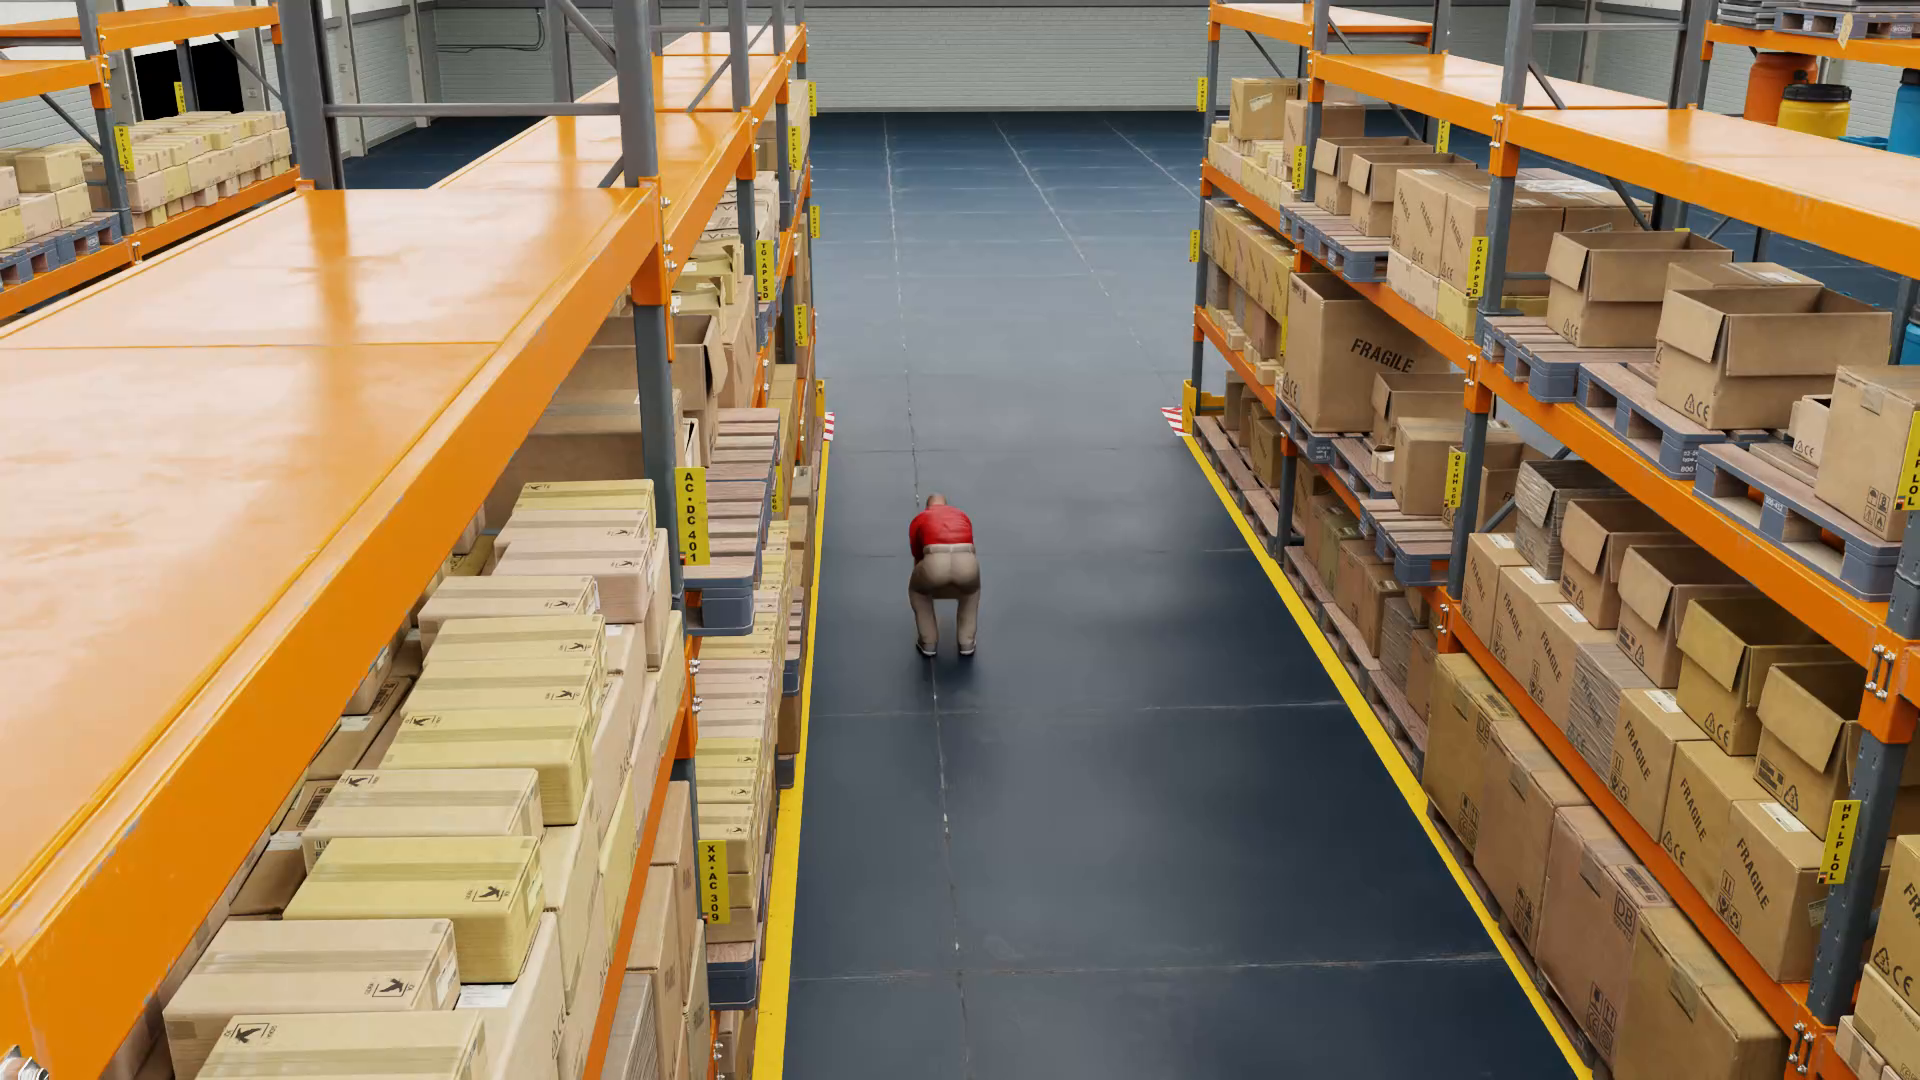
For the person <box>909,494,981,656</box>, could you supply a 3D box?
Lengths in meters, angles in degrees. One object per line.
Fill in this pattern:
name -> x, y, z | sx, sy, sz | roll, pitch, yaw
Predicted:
person -> -0.115, 0.267, 12.260 | 0.539, 1.019, 0.944 | -2, 20, -6
